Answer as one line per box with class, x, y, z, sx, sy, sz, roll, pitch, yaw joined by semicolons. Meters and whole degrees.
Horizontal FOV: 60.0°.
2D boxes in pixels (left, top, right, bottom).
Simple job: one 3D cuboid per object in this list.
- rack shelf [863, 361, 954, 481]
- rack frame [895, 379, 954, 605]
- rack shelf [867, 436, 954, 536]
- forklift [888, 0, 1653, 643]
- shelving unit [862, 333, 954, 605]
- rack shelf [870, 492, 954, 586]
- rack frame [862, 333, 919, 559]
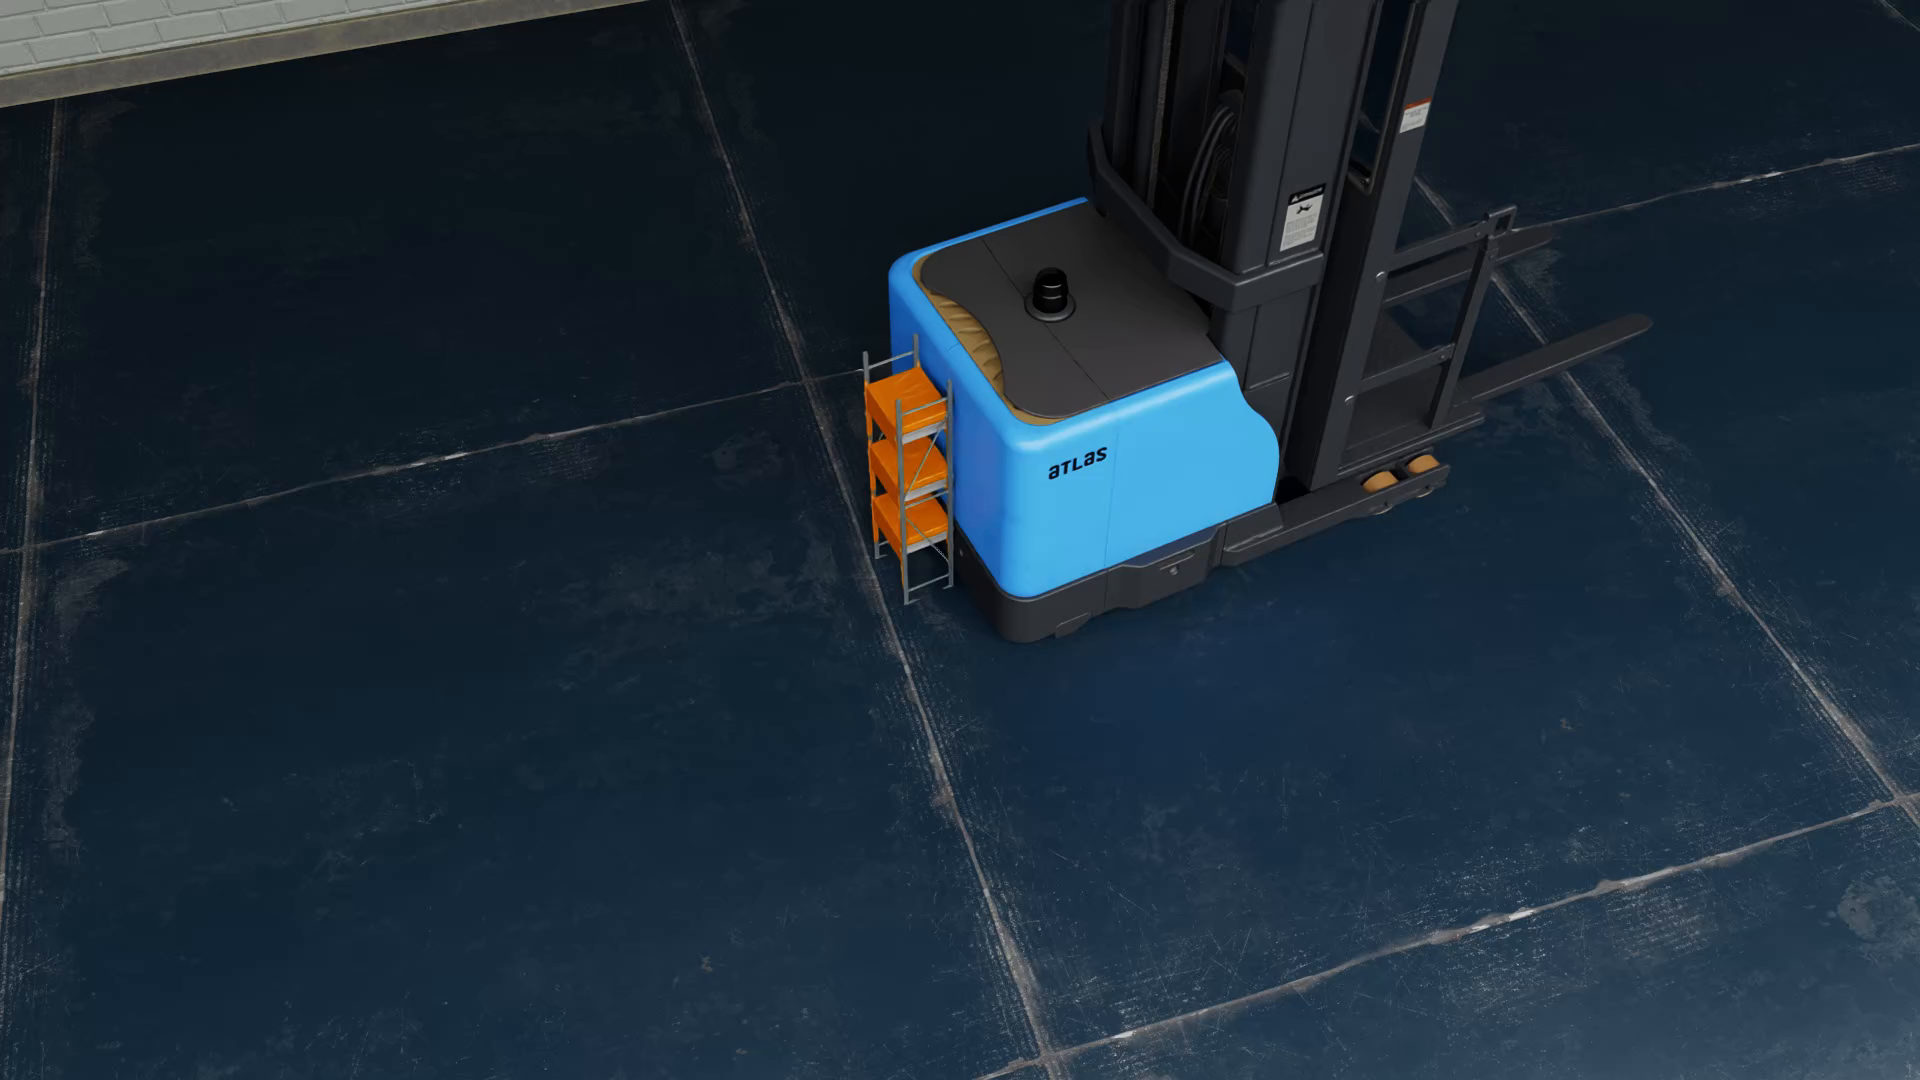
rack shelf;-0.171;-0.396;5.540;0.215;0.259;0.240;-22;53;-17
rack frame;-0.114;-0.137;5.679;0.200;1.050;0.008;-22;53;-17
rack shelf;-0.171;-0.213;5.757;0.215;0.259;0.240;-22;53;-17
forklift;1.292;-1.385;5.501;3.031;2.935;1.130;-21;53;-17
shelving unit;-0.171;-0.220;5.749;0.215;1.050;0.252;-22;53;-17
rack shelf;-0.171;-0.034;5.969;0.215;0.259;0.240;-22;53;-17
rack frame;-0.227;-0.303;5.819;0.200;1.050;0.008;-22;53;-17
